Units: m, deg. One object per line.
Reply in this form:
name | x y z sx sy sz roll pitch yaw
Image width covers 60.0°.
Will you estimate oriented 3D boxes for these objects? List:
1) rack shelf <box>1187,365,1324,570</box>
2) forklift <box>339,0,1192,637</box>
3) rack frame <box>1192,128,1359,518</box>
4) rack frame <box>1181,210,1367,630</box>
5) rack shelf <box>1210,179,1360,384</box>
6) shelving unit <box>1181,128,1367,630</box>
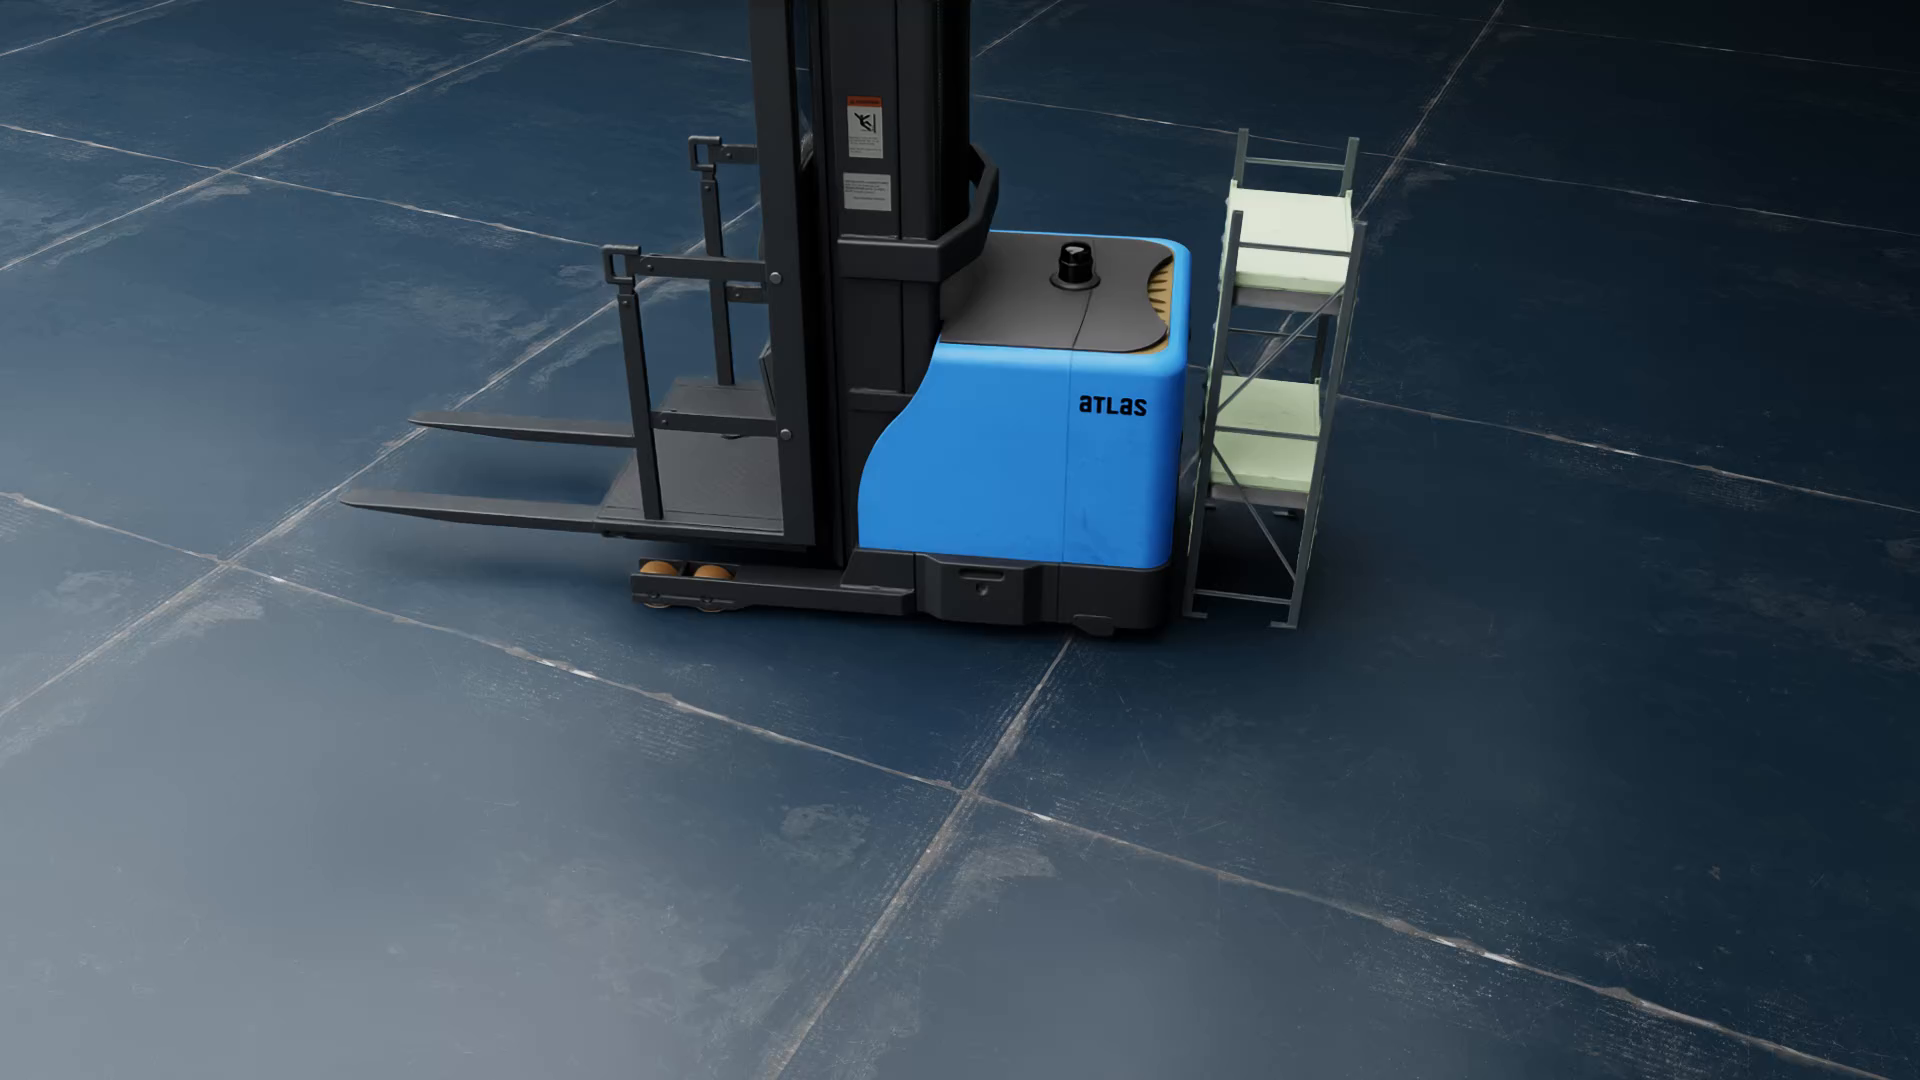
rack shelf | 1.046 -0.268 5.874 0.431 0.370 0.720 7 34 7
forklift | -0.722 -1.251 5.485 3.031 2.935 1.130 4 33 6
rack frame | 1.116 -0.738 5.995 0.400 1.500 0.023 7 34 7
rack frame | 0.995 -0.342 5.392 0.400 1.500 0.023 7 34 7
rack shelf | 1.066 -0.865 5.478 0.431 0.370 0.720 7 34 7
shelving unit | 1.055 -0.540 5.693 0.431 1.500 0.755 7 34 7
